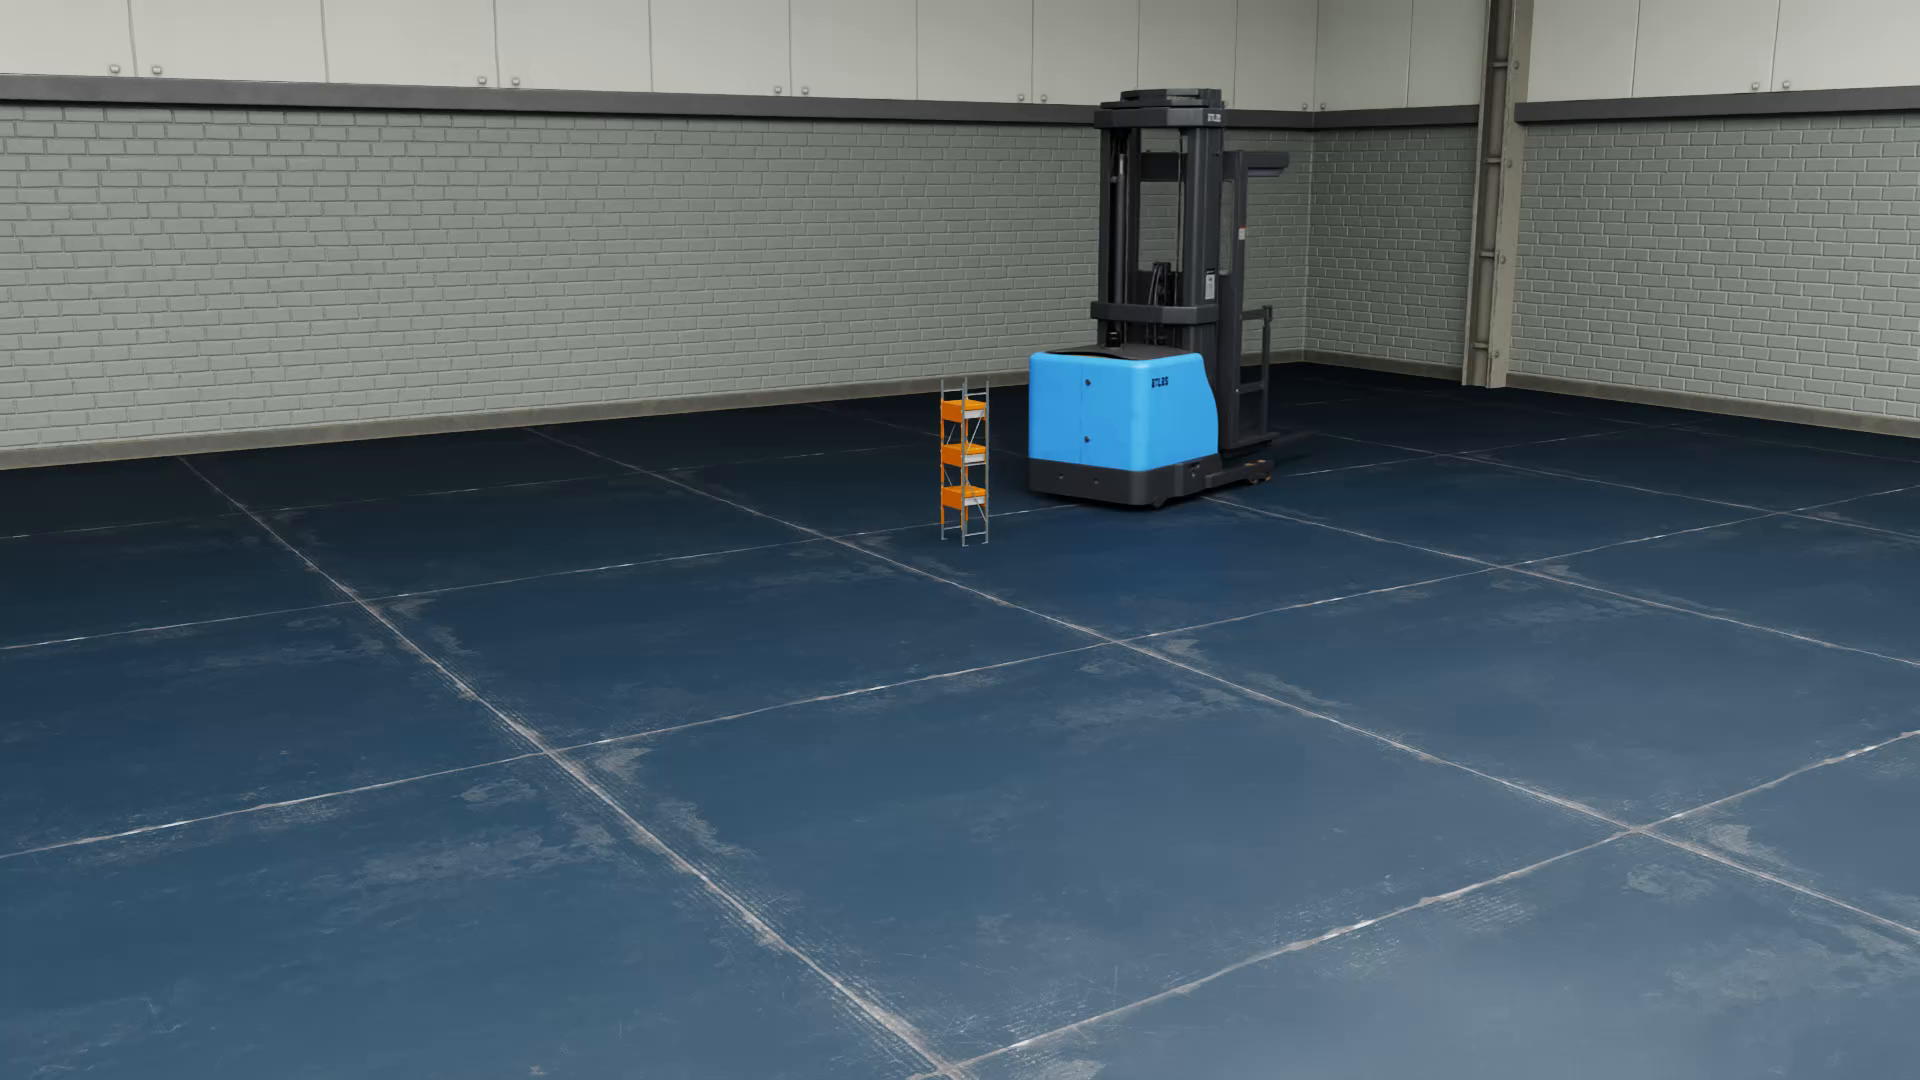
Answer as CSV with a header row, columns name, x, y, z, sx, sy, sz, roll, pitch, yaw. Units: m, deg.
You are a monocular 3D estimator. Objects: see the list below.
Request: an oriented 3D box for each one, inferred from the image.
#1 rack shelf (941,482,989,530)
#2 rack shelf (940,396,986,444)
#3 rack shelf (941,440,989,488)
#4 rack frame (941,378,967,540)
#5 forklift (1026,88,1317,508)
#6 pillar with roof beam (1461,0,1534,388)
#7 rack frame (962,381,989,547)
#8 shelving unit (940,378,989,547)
name,x,y,z,sx,sy,sz,roll,pitch,yaw
rack shelf,0.030,-0.222,10.768,0.215,0.259,0.240,-8,15,-33
rack shelf,0.030,-0.770,10.648,0.215,0.259,0.240,-8,15,-33
rack shelf,0.030,-0.493,10.708,0.215,0.259,0.240,-8,15,-33
rack frame,-0.038,-0.525,10.805,0.200,1.050,0.008,-8,15,-33
forklift,1.798,-1.917,12.768,1.130,2.935,3.031,10,16,38
pillar with roof beam,2.364,-5.639,15.582,9.100,9.000,0.400,-8,15,-33
rack frame,0.097,-0.482,10.607,0.200,1.050,0.008,-8,15,-33
shelving unit,0.030,-0.503,10.706,0.215,1.050,0.252,-8,15,-33
